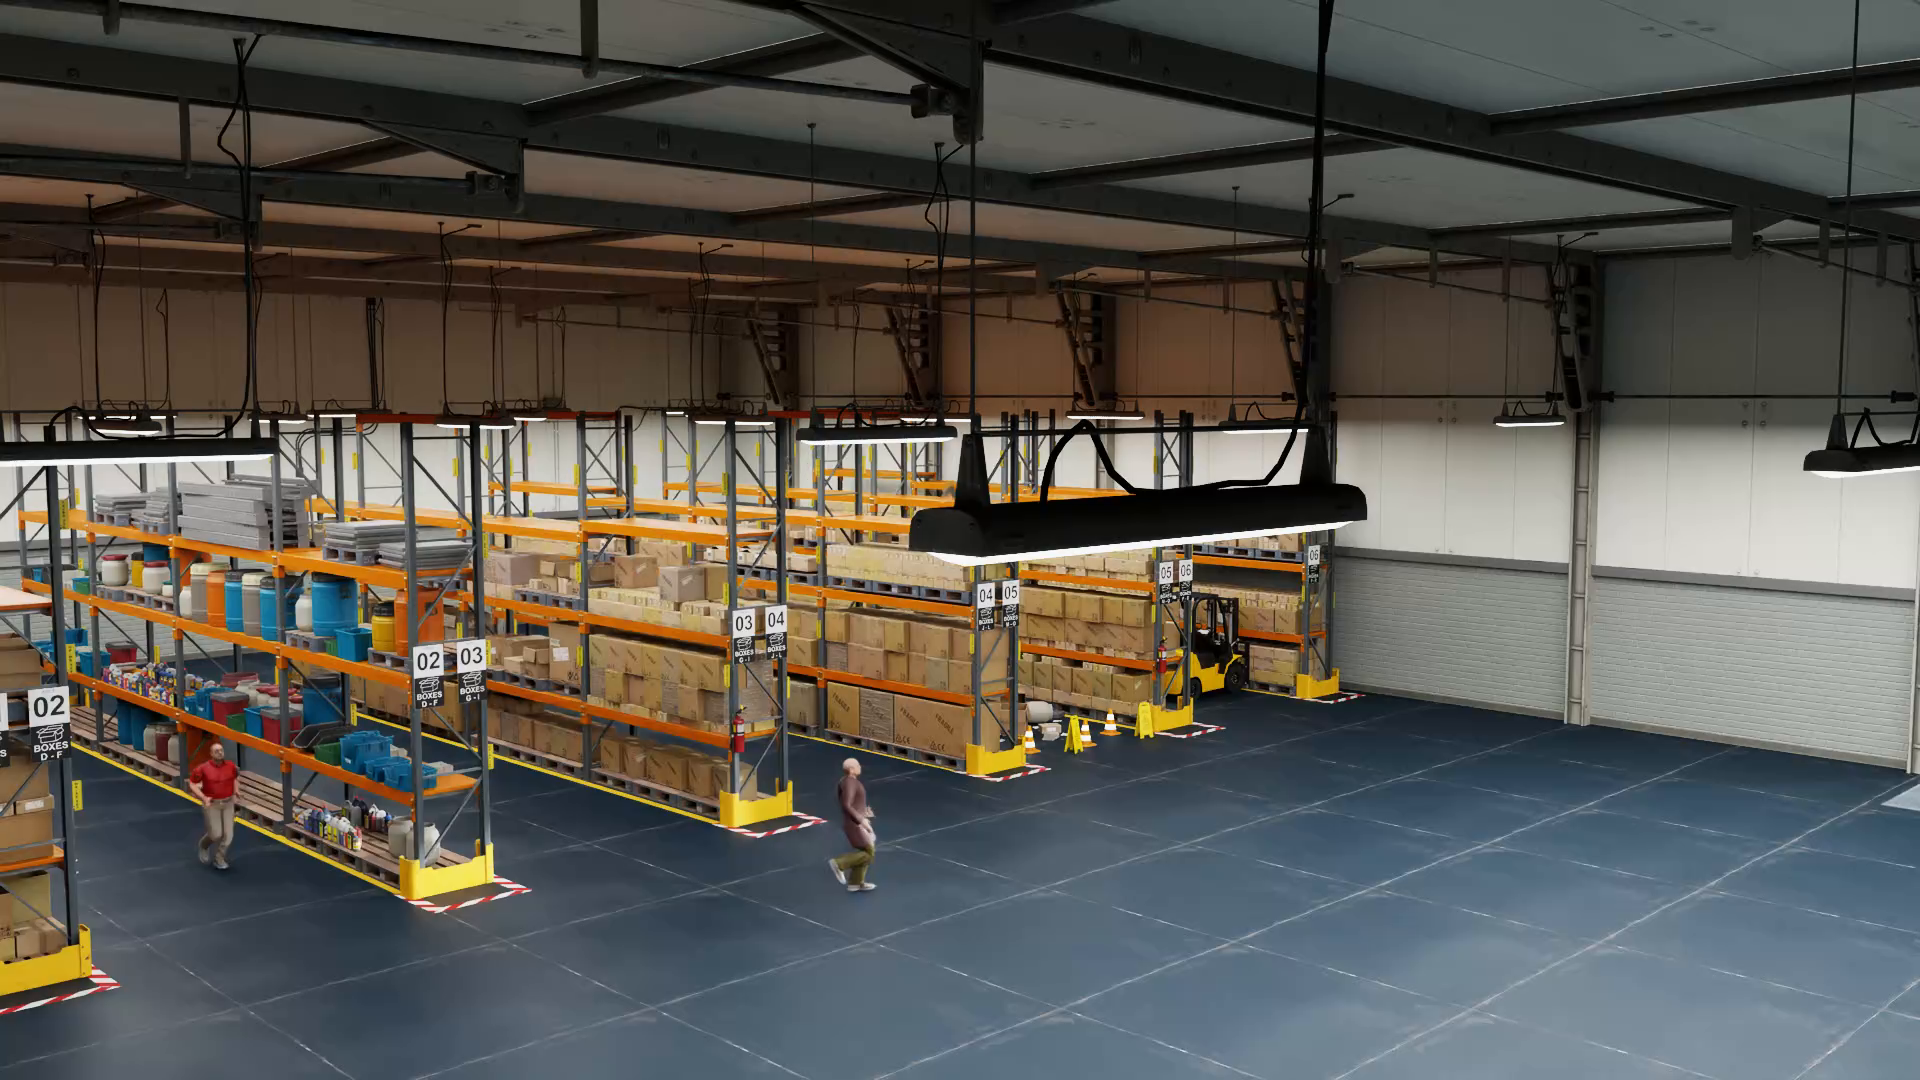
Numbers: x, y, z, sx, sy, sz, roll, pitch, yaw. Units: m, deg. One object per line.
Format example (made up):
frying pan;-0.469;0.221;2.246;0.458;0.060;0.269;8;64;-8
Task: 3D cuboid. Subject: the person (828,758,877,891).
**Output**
person;-1.386;3.634;21.223;0.631;1.726;0.726;-1;5;-14

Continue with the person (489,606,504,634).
person;-11.266;1.993;40.601;0.567;1.618;0.780;3;6;34

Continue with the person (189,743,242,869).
person;-9.937;3.556;22.274;0.595;1.679;0.644;4;7;40
